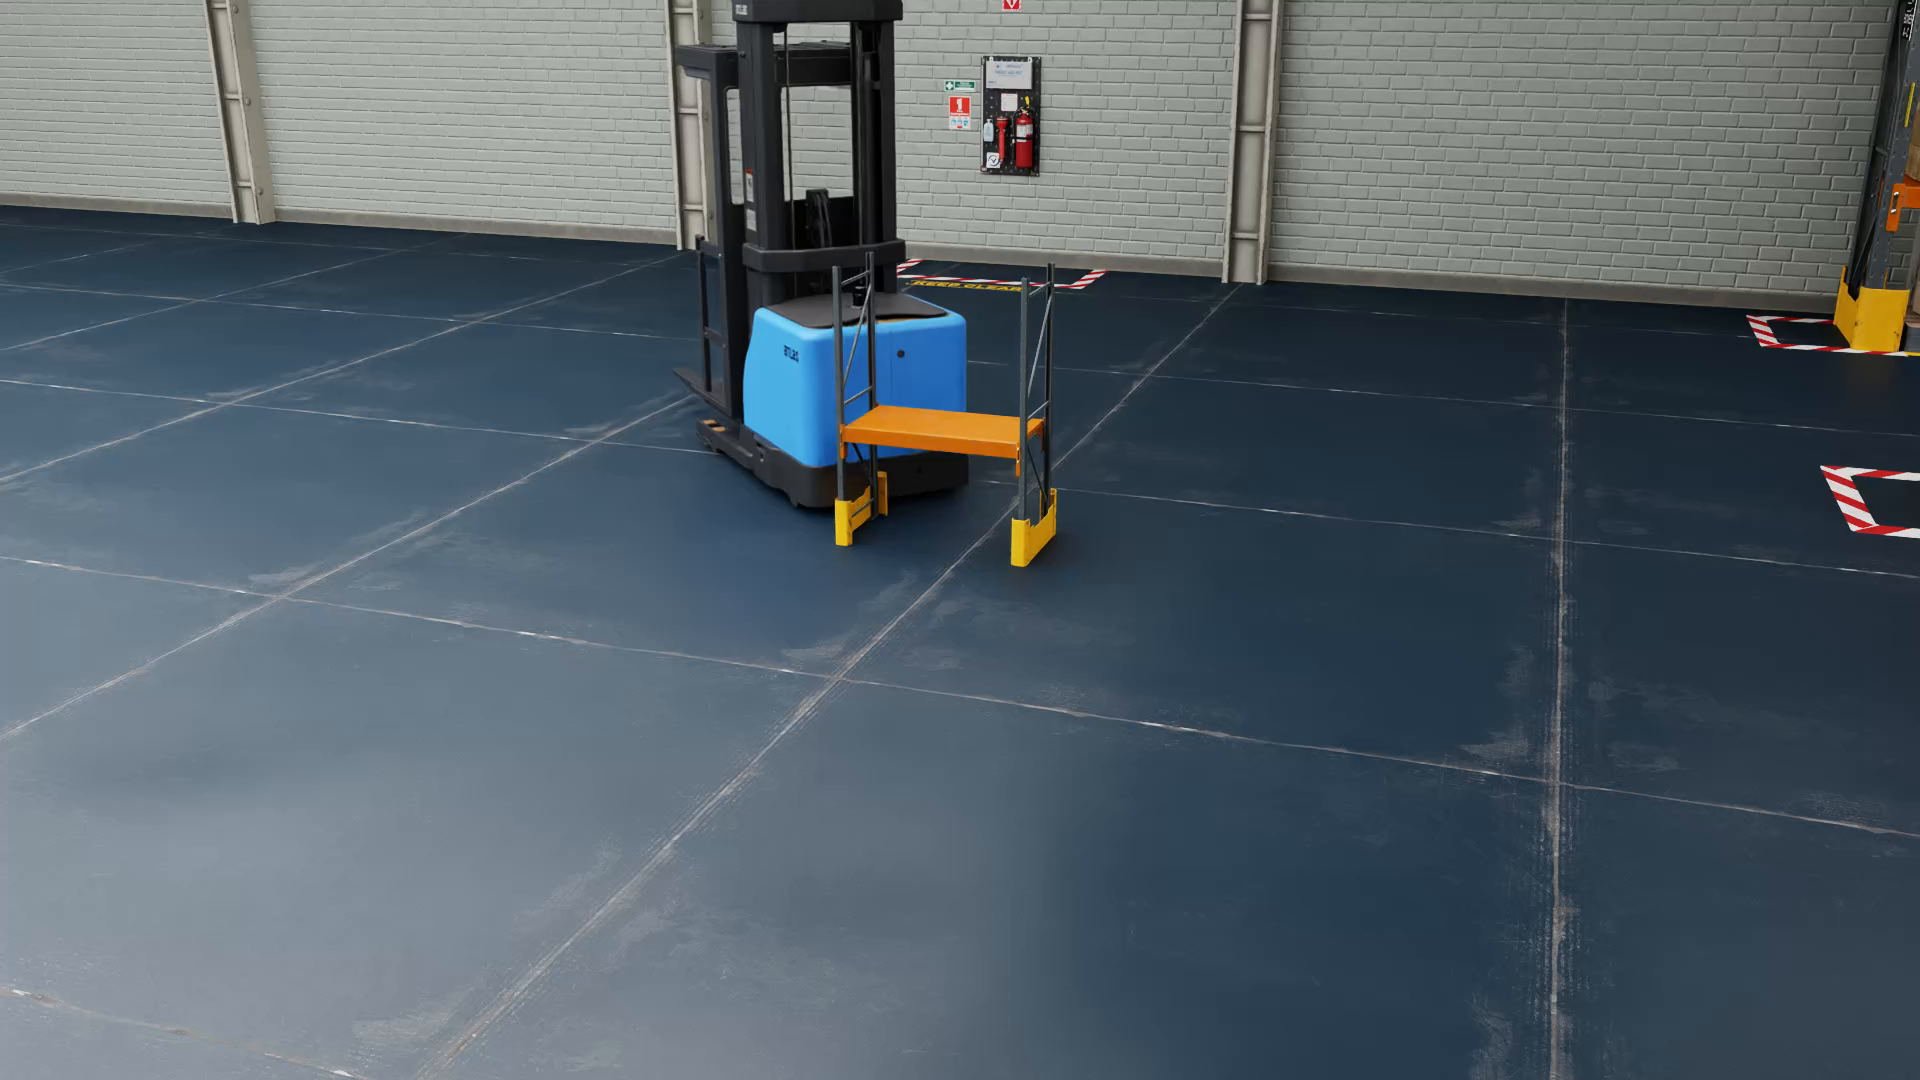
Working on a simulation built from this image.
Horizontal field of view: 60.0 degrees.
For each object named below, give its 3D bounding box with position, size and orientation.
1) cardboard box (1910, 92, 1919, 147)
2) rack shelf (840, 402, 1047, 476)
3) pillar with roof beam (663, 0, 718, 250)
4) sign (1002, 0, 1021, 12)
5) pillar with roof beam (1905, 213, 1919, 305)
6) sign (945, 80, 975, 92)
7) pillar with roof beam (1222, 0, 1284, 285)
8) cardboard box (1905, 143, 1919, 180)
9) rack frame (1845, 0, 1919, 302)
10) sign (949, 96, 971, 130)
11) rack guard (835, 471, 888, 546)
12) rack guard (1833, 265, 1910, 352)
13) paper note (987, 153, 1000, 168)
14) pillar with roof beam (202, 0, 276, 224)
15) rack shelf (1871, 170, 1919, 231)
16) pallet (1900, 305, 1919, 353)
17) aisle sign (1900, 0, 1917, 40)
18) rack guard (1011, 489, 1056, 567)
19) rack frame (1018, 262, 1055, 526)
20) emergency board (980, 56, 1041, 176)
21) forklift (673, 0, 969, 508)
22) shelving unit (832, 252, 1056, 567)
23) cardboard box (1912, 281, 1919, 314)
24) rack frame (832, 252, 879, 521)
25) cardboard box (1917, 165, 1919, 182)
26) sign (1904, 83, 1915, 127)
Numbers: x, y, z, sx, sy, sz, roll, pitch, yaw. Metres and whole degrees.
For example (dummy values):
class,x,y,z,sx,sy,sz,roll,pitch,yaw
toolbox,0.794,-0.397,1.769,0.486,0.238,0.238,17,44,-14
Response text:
class,x,y,z,sx,sy,sz,roll,pitch,yaw
cardboard box,8.045,-3.440,13.445,0.500,0.500,0.500,6,20,17
rack shelf,-0.081,-0.548,8.915,1.000,0.185,0.538,7,20,18
pillar with roof beam,-4.273,-6.116,12.949,0.400,9.000,9.100,7,20,18
sign,0.511,-5.379,16.427,0.199,0.298,0.001,7,20,18
pillar with roof beam,7.063,-4.819,9.231,0.400,9.000,9.100,7,20,18
sign,-0.001,-4.608,16.878,0.331,0.109,0.001,7,20,18
pillar with roof beam,1.395,-5.468,11.090,0.400,9.000,9.100,7,20,18
cardboard box,8.035,-3.080,13.553,0.500,0.250,0.500,7,20,19
rack frame,7.530,-3.132,13.504,0.127,3.000,1.000,7,20,18
sign,-0.003,-4.361,16.975,0.234,0.329,0.001,7,20,18
rack guard,-0.542,-0.180,9.213,0.087,0.250,0.587,7,20,18
rack guard,7.602,-1.943,13.892,0.348,0.500,1.175,7,20,18
paper note,0.341,-3.877,16.979,0.142,0.148,0.016,7,20,18
pillar with roof beam,-9.941,-6.764,14.809,0.400,9.000,9.100,7,20,18
rack shelf,9.420,-2.576,13.002,4.000,0.370,1.077,7,20,18
pallet,8.358,-1.708,13.656,1.213,0.211,1.003,7,20,18
aisle sign,7.364,-4.274,12.830,0.004,0.787,0.394,7,20,18
rack guard,0.398,-0.072,8.904,0.087,0.250,0.587,7,20,18
rack frame,0.400,-0.663,8.698,0.032,1.500,0.500,7,20,18
emergency board,0.486,-4.252,16.717,0.643,1.169,0.194,7,20,18
forklift,-1.069,-2.007,10.380,1.130,2.935,3.031,-10,21,-25
shelving unit,-0.072,-0.716,8.853,1.083,1.500,0.587,7,20,18
cardboard box,8.154,-1.967,13.579,0.500,0.311,0.500,4,20,12
rack frame,-0.561,-0.772,9.013,0.032,1.500,0.500,7,20,18
cardboard box,7.887,-2.919,13.091,0.500,0.250,0.500,6,20,16
sign,7.352,-3.372,12.877,0.005,0.325,0.100,7,20,18
